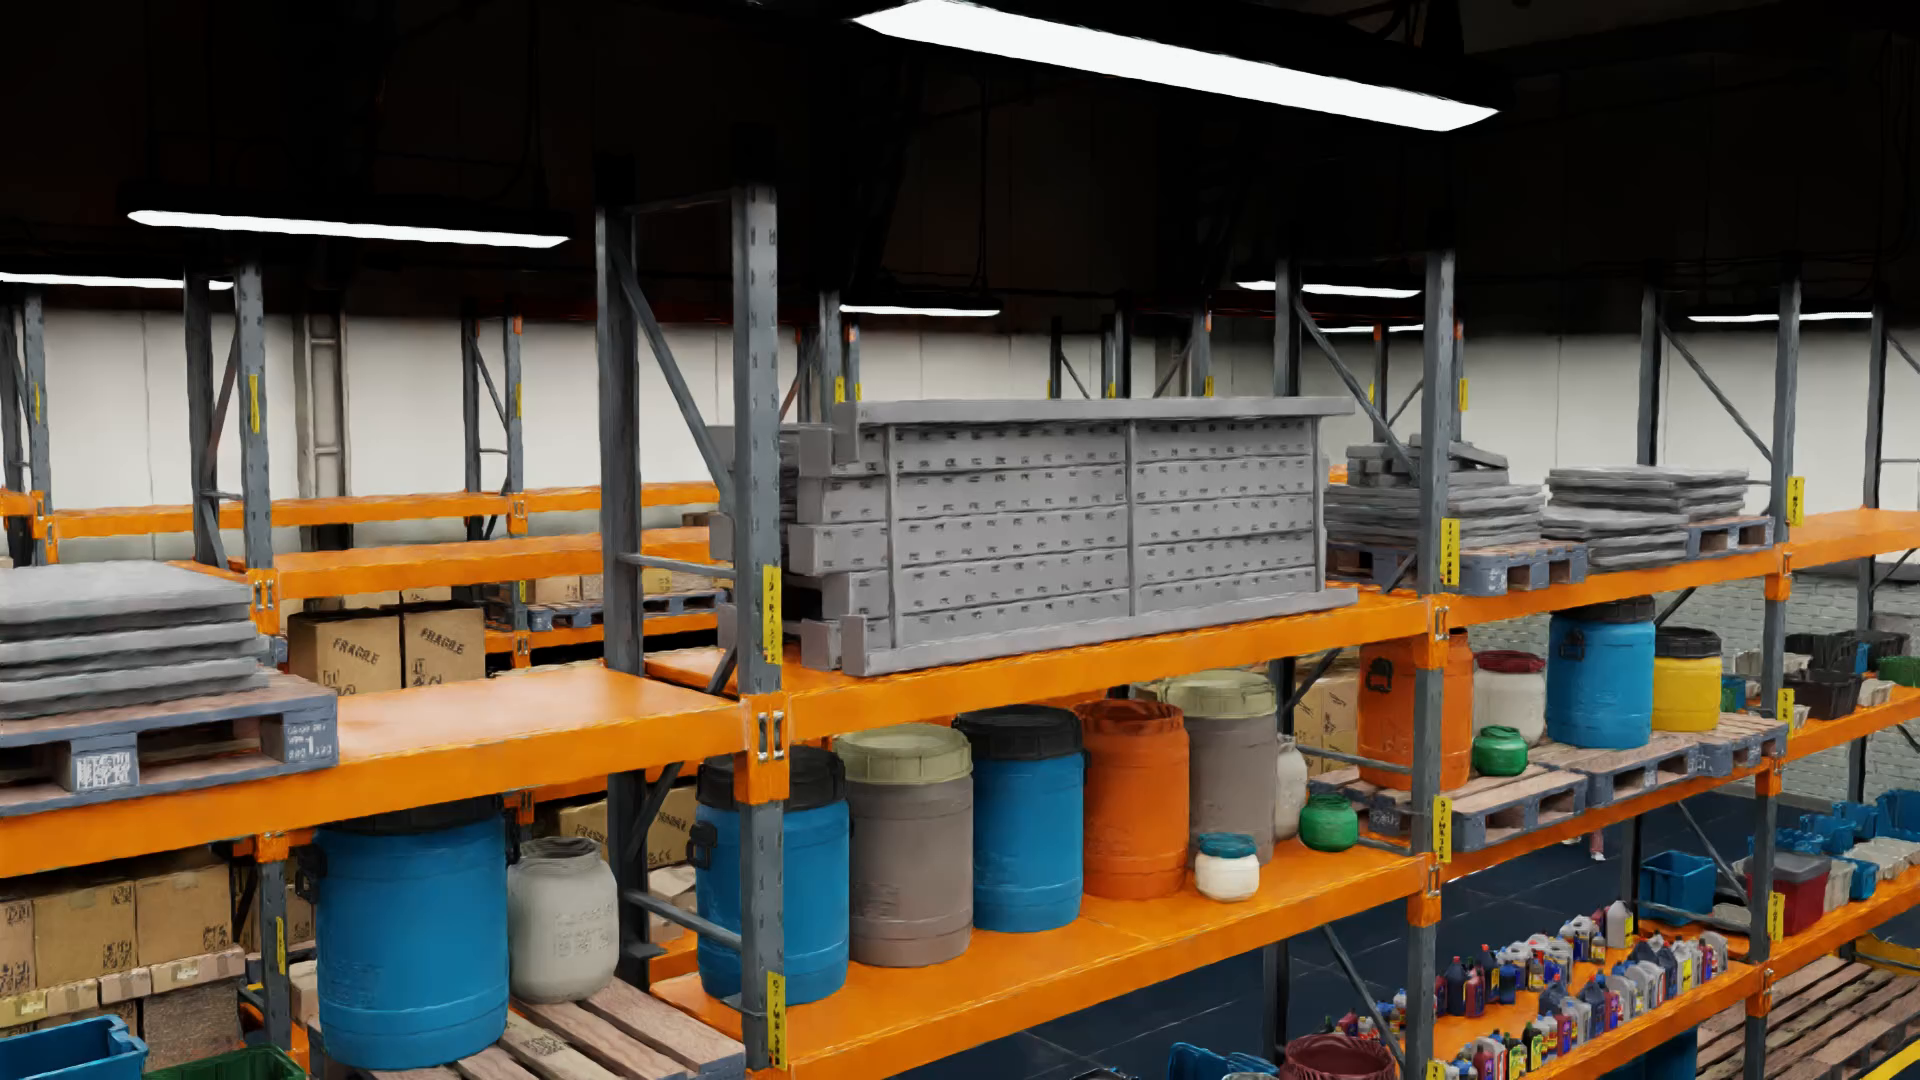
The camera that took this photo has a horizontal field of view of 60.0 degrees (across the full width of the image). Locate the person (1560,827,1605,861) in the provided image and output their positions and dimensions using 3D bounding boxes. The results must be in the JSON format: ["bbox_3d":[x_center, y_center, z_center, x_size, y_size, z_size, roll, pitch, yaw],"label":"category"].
[{"bbox_3d":[6.845,2.633,18.223,0.611,1.602,0.817,3,6,32],"label":"person"}]

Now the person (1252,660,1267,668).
[{"bbox_3d":[3.914,2.286,21.665,1.104,1.648,0.543,-4,7,-39],"label":"person"}]
